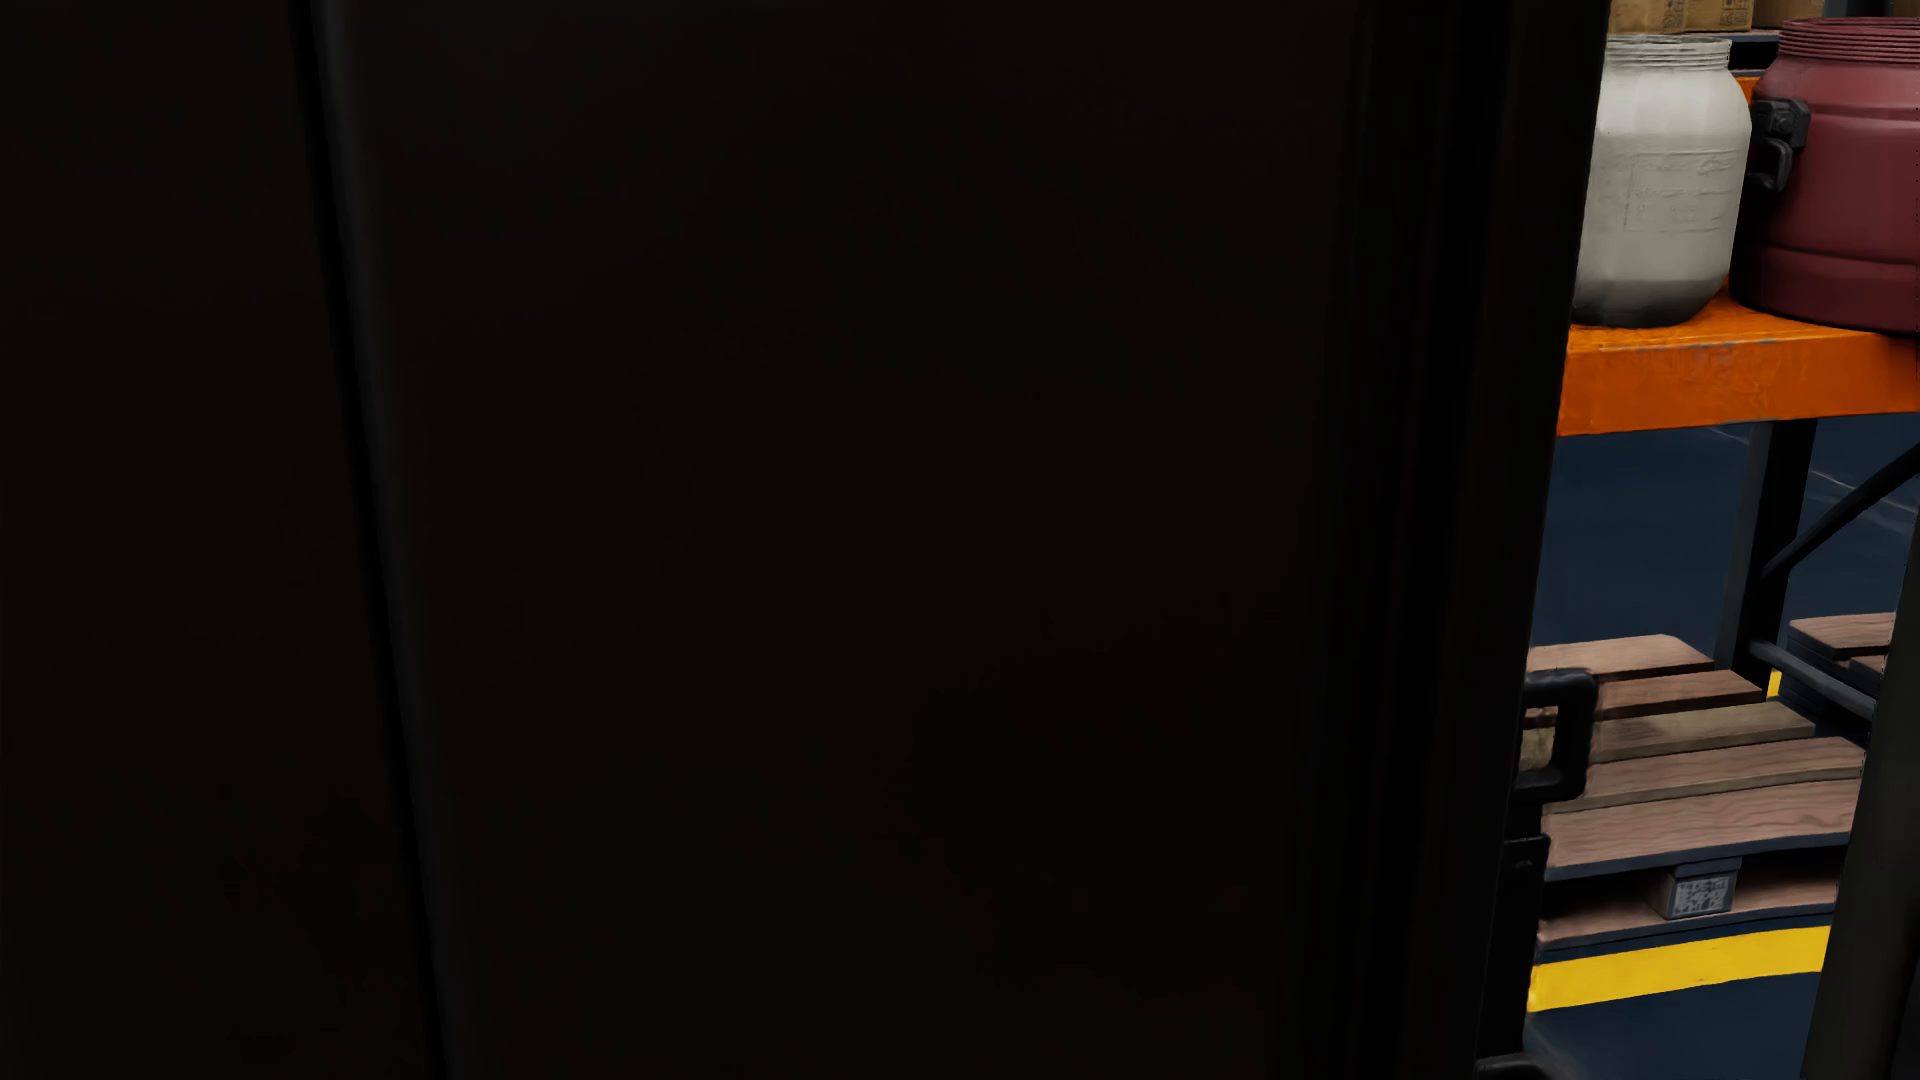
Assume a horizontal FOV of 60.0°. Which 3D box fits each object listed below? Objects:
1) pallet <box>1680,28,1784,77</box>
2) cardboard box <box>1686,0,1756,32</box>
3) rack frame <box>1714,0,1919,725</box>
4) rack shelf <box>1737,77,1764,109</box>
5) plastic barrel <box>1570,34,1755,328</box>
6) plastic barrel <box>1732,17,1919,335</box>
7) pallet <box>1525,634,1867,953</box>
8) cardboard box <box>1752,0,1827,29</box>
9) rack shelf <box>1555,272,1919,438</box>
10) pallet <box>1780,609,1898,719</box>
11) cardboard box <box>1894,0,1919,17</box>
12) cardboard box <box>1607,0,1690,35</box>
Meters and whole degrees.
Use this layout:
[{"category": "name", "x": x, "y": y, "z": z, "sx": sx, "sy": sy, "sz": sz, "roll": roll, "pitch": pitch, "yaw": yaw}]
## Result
[{"category": "pallet", "x": 4.180, "y": -2.651, "z": 8.969, "sx": 1.213, "sy": 0.211, "sz": 1.003, "roll": -5, "pitch": 21, "yaw": -12}, {"category": "cardboard box", "x": 3.816, "y": -2.974, "z": 8.815, "sx": 0.500, "sy": 0.500, "sz": 0.700, "roll": -1, "pitch": 20, "yaw": -4}, {"category": "rack frame", "x": 2.226, "y": -0.793, "z": 3.618, "sx": 0.127, "sy": 3.000, "sz": 1.000, "roll": -5, "pitch": 21, "yaw": -12}, {"category": "rack shelf", "x": 3.037, "y": -2.272, "z": 8.701, "sx": 4.000, "sy": 0.370, "sz": 1.077, "roll": -5, "pitch": 21, "yaw": -12}, {"category": "plastic barrel", "x": 1.274, "y": -0.692, "z": 3.181, "sx": 0.421, "sy": 0.512, "sz": 0.421, "roll": 0, "pitch": 20, "yaw": 0}, {"category": "plastic barrel", "x": 1.845, "y": -0.719, "z": 3.217, "sx": 0.708, "sy": 0.536, "sz": 0.600, "roll": -5, "pitch": 21, "yaw": -12}, {"category": "pallet", "x": 1.464, "y": 0.565, "z": 3.966, "sx": 1.213, "sy": 0.211, "sz": 1.003, "roll": -5, "pitch": 21, "yaw": -12}, {"category": "cardboard box", "x": 4.470, "y": -3.049, "z": 9.022, "sx": 0.500, "sy": 0.500, "sz": 0.700, "roll": -13, "pitch": 24, "yaw": -31}, {"category": "rack shelf", "x": 0.280, "y": -0.297, "z": 3.309, "sx": 4.000, "sy": 0.370, "sz": 1.077, "roll": -5, "pitch": 21, "yaw": -12}, {"category": "pallet", "x": 2.984, "y": 0.440, "z": 4.306, "sx": 1.213, "sy": 0.211, "sz": 1.003, "roll": -5, "pitch": 21, "yaw": -12}, {"category": "cardboard box", "x": 5.410, "y": -2.940, "z": 9.335, "sx": 0.500, "sy": 0.500, "sz": 0.500, "roll": -4, "pitch": 21, "yaw": -12}, {"category": "cardboard box", "x": 3.278, "y": -2.851, "z": 8.482, "sx": 0.500, "sy": 0.500, "sz": 0.700, "roll": -10, "pitch": 23, "yaw": -26}]
